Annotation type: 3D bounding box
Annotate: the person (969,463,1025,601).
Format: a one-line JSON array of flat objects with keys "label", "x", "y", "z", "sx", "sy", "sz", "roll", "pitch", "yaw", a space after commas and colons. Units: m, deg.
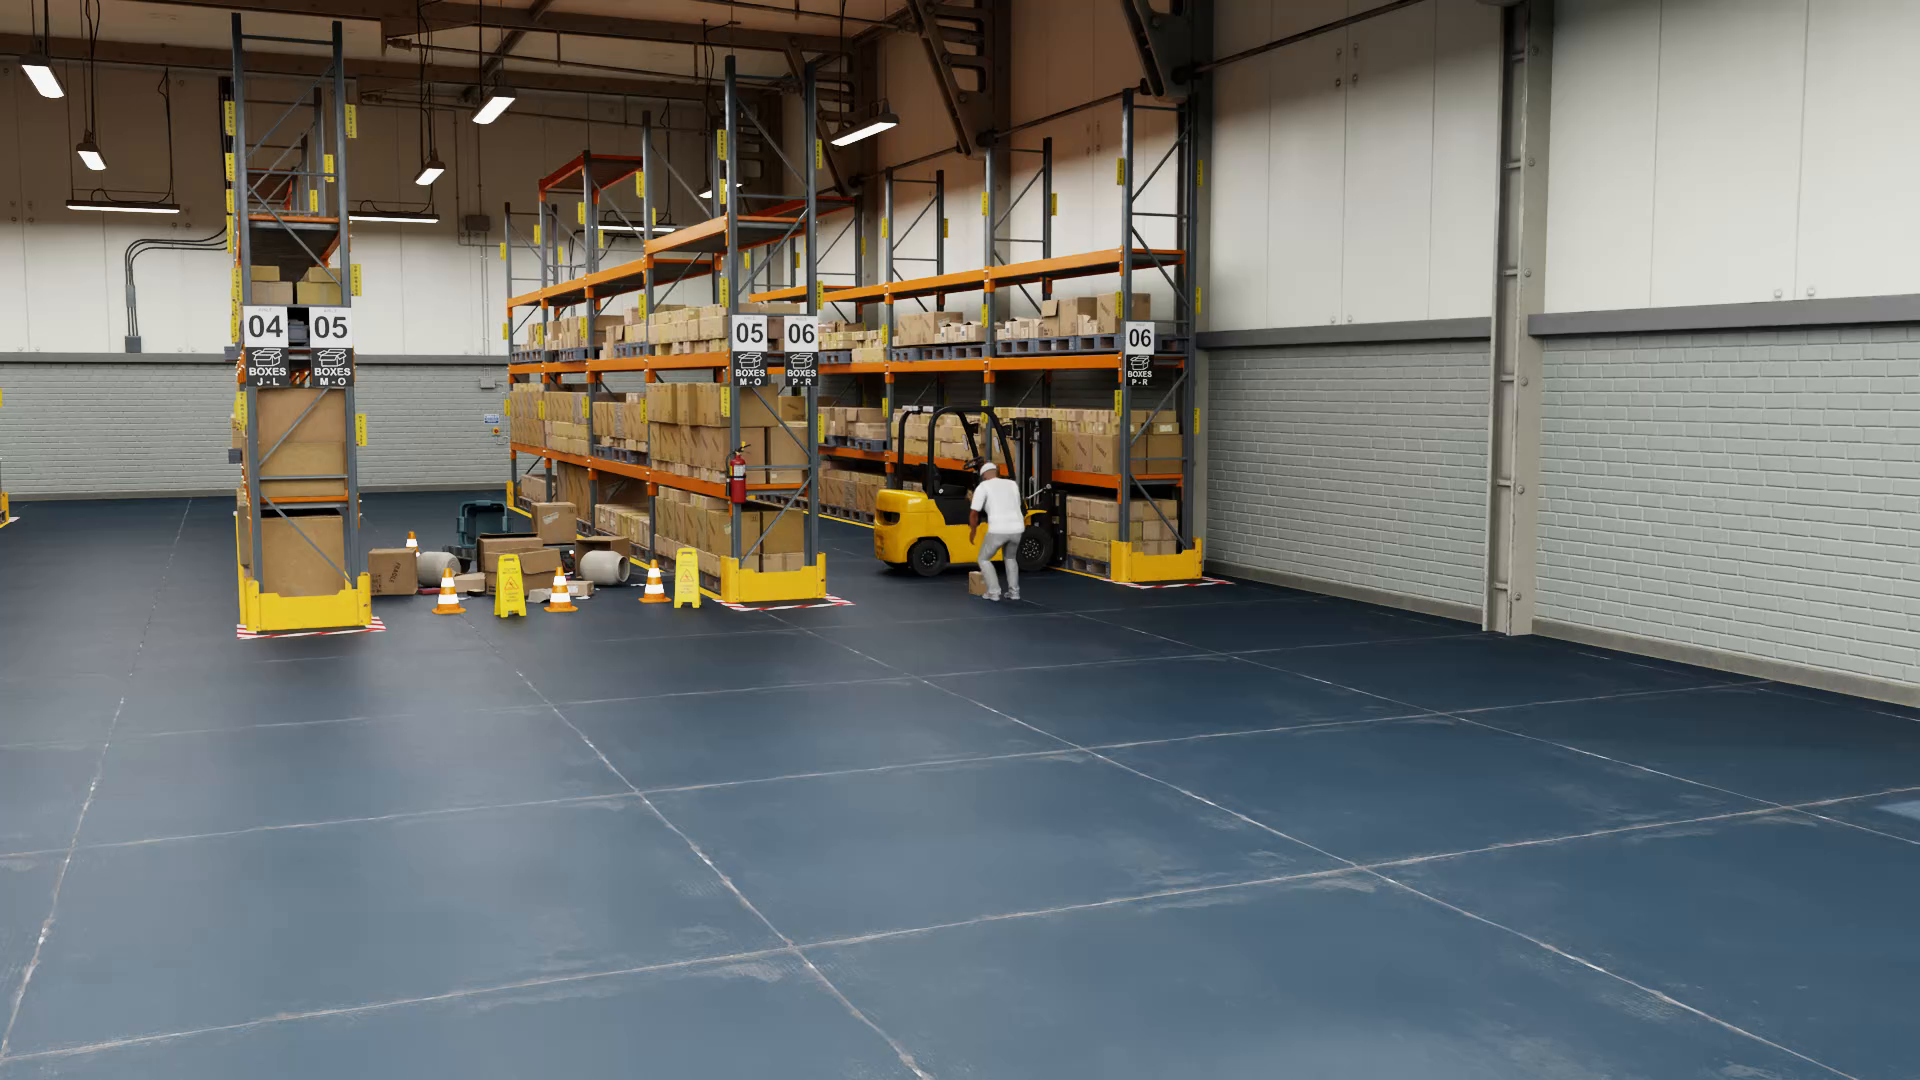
[{"label": "person", "x": 0.418, "y": -0.098, "z": 18.894, "sx": 0.625, "sy": 1.543, "sz": 0.666, "roll": -2, "pitch": 6, "yaw": -23}]
